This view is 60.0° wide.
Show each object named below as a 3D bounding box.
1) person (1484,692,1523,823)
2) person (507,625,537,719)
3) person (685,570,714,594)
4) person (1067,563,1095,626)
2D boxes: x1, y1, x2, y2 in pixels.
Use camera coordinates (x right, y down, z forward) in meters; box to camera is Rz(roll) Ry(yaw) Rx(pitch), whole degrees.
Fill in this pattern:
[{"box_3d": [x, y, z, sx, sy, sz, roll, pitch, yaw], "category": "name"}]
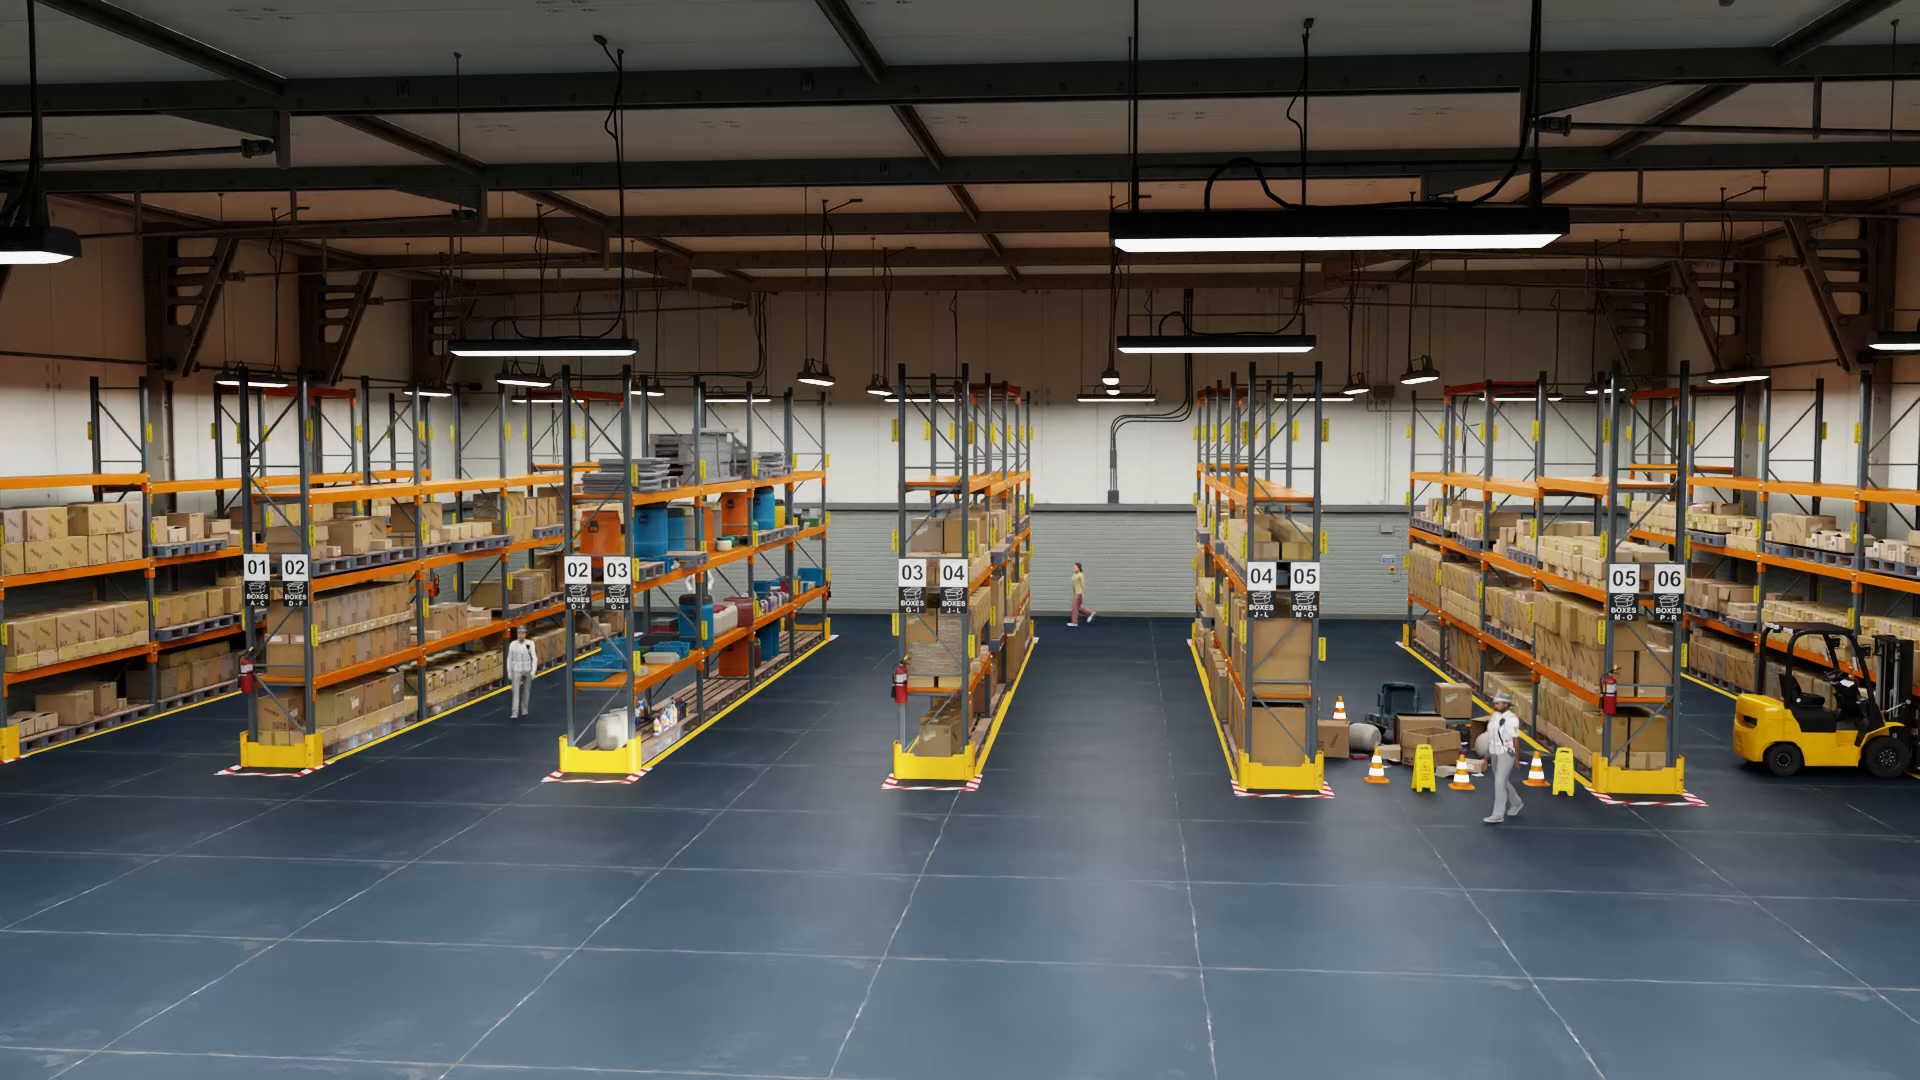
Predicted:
[{"box_3d": [7.049, 2.785, 21.514, 0.790, 1.651, 0.428, -1, 4, -18], "category": "person"}, {"box_3d": [-7.648, 2.297, 29.062, 0.521, 1.627, 1.011, -1, 4, -22], "category": "person"}, {"box_3d": [-6.789, 1.384, 43.442, 0.710, 1.683, 0.659, 1, 4, 14], "category": "person"}, {"box_3d": [3.127, 1.404, 43.139, 0.802, 1.644, 0.447, -1, 4, -15], "category": "person"}]
